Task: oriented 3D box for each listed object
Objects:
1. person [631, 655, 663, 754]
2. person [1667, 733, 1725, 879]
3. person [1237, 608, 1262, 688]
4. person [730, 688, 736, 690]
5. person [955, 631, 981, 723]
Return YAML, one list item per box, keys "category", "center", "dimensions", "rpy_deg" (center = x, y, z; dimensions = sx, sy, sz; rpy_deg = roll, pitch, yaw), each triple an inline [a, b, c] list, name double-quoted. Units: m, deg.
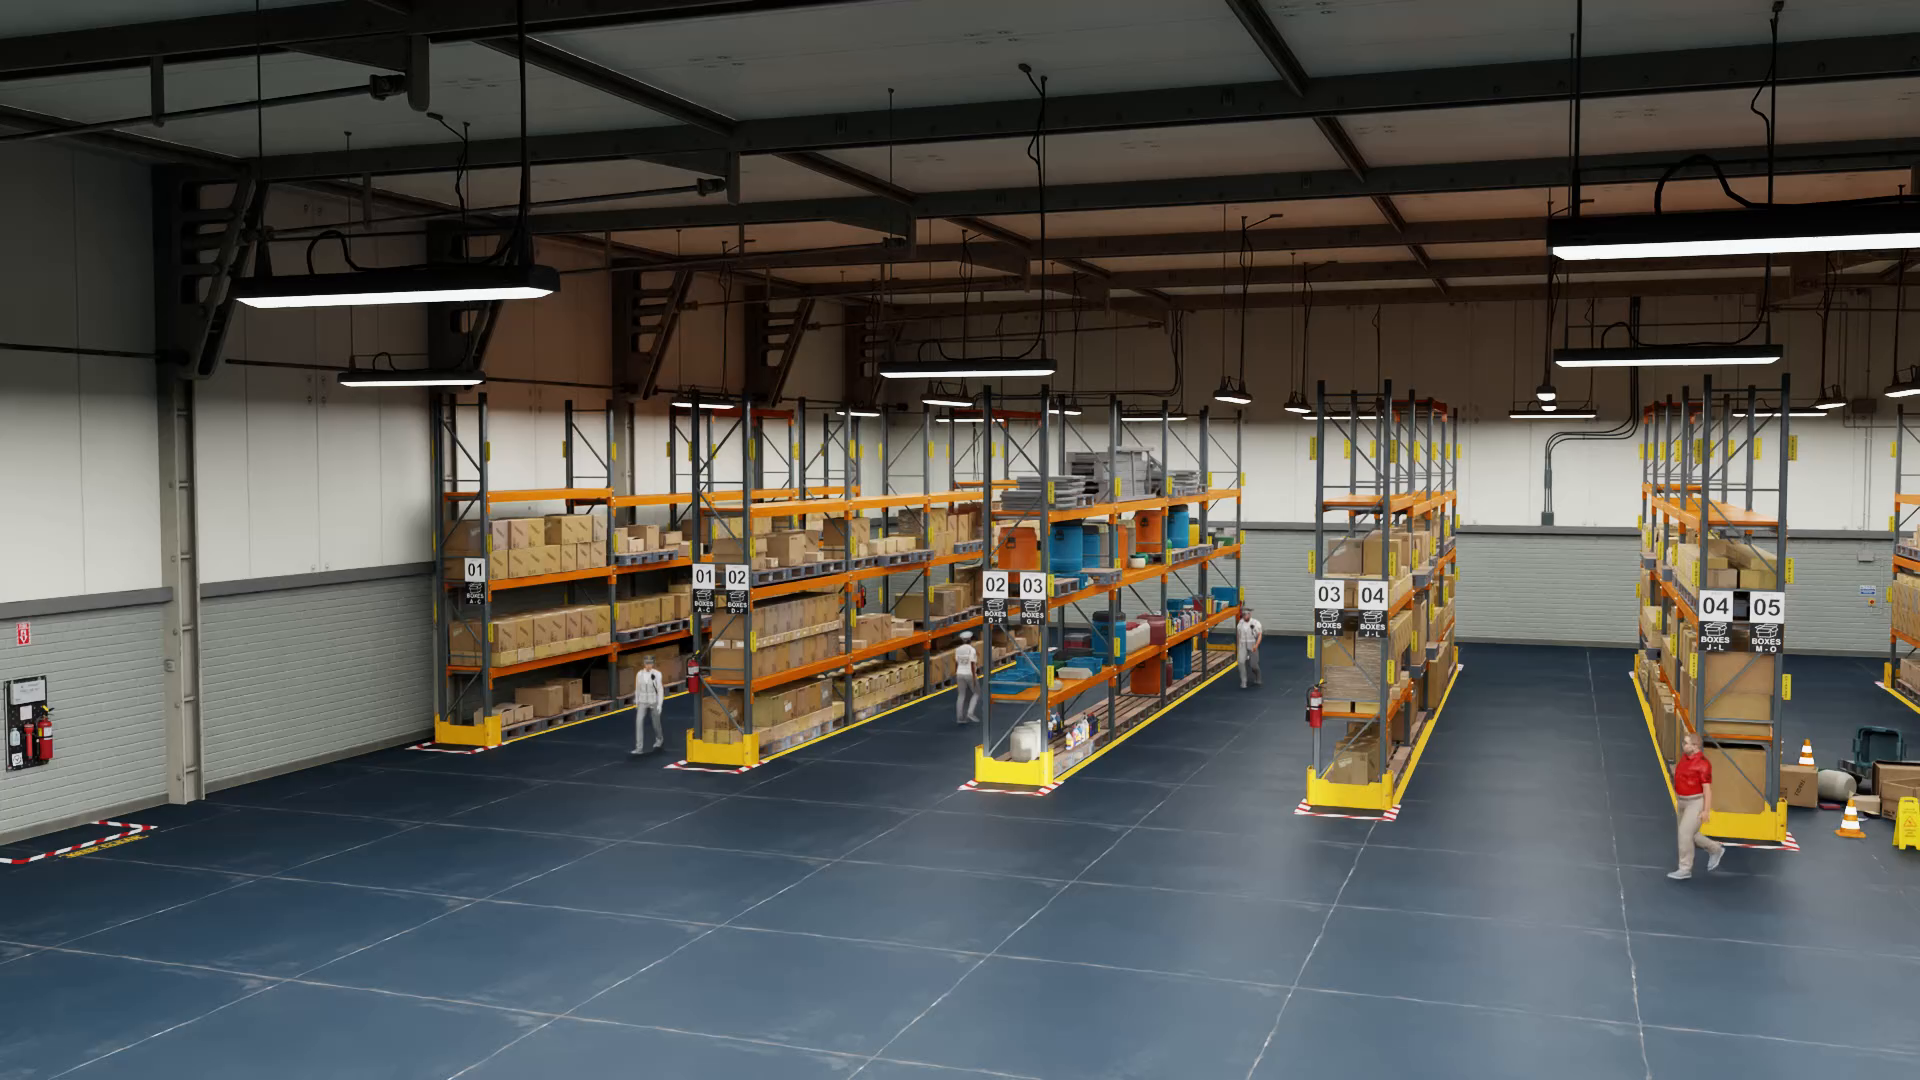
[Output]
- category: "person"
  center: [-5.174, 2.712, 27.652]
  dimensions: [0.492, 1.637, 0.846]
  rpy_deg: [0, 3, 0]
- category: "person"
  center: [8.651, 3.095, 19.492]
  dimensions: [0.875, 1.682, 0.554]
  rpy_deg: [-1, 3, -13]
- category: "person"
  center: [6.159, 2.277, 35.487]
  dimensions: [0.586, 1.679, 0.878]
  rpy_deg: [1, 3, 25]
- category: "person"
  center: [-4.117, 2.536, 31.174]
  dimensions: [0.538, 1.643, 0.634]
  rpy_deg: [0, 3, -1]
- category: "person"
  center: [0.108, 2.529, 30.636]
  dimensions: [0.485, 1.687, 0.515]
  rpy_deg: [2, 4, 31]
